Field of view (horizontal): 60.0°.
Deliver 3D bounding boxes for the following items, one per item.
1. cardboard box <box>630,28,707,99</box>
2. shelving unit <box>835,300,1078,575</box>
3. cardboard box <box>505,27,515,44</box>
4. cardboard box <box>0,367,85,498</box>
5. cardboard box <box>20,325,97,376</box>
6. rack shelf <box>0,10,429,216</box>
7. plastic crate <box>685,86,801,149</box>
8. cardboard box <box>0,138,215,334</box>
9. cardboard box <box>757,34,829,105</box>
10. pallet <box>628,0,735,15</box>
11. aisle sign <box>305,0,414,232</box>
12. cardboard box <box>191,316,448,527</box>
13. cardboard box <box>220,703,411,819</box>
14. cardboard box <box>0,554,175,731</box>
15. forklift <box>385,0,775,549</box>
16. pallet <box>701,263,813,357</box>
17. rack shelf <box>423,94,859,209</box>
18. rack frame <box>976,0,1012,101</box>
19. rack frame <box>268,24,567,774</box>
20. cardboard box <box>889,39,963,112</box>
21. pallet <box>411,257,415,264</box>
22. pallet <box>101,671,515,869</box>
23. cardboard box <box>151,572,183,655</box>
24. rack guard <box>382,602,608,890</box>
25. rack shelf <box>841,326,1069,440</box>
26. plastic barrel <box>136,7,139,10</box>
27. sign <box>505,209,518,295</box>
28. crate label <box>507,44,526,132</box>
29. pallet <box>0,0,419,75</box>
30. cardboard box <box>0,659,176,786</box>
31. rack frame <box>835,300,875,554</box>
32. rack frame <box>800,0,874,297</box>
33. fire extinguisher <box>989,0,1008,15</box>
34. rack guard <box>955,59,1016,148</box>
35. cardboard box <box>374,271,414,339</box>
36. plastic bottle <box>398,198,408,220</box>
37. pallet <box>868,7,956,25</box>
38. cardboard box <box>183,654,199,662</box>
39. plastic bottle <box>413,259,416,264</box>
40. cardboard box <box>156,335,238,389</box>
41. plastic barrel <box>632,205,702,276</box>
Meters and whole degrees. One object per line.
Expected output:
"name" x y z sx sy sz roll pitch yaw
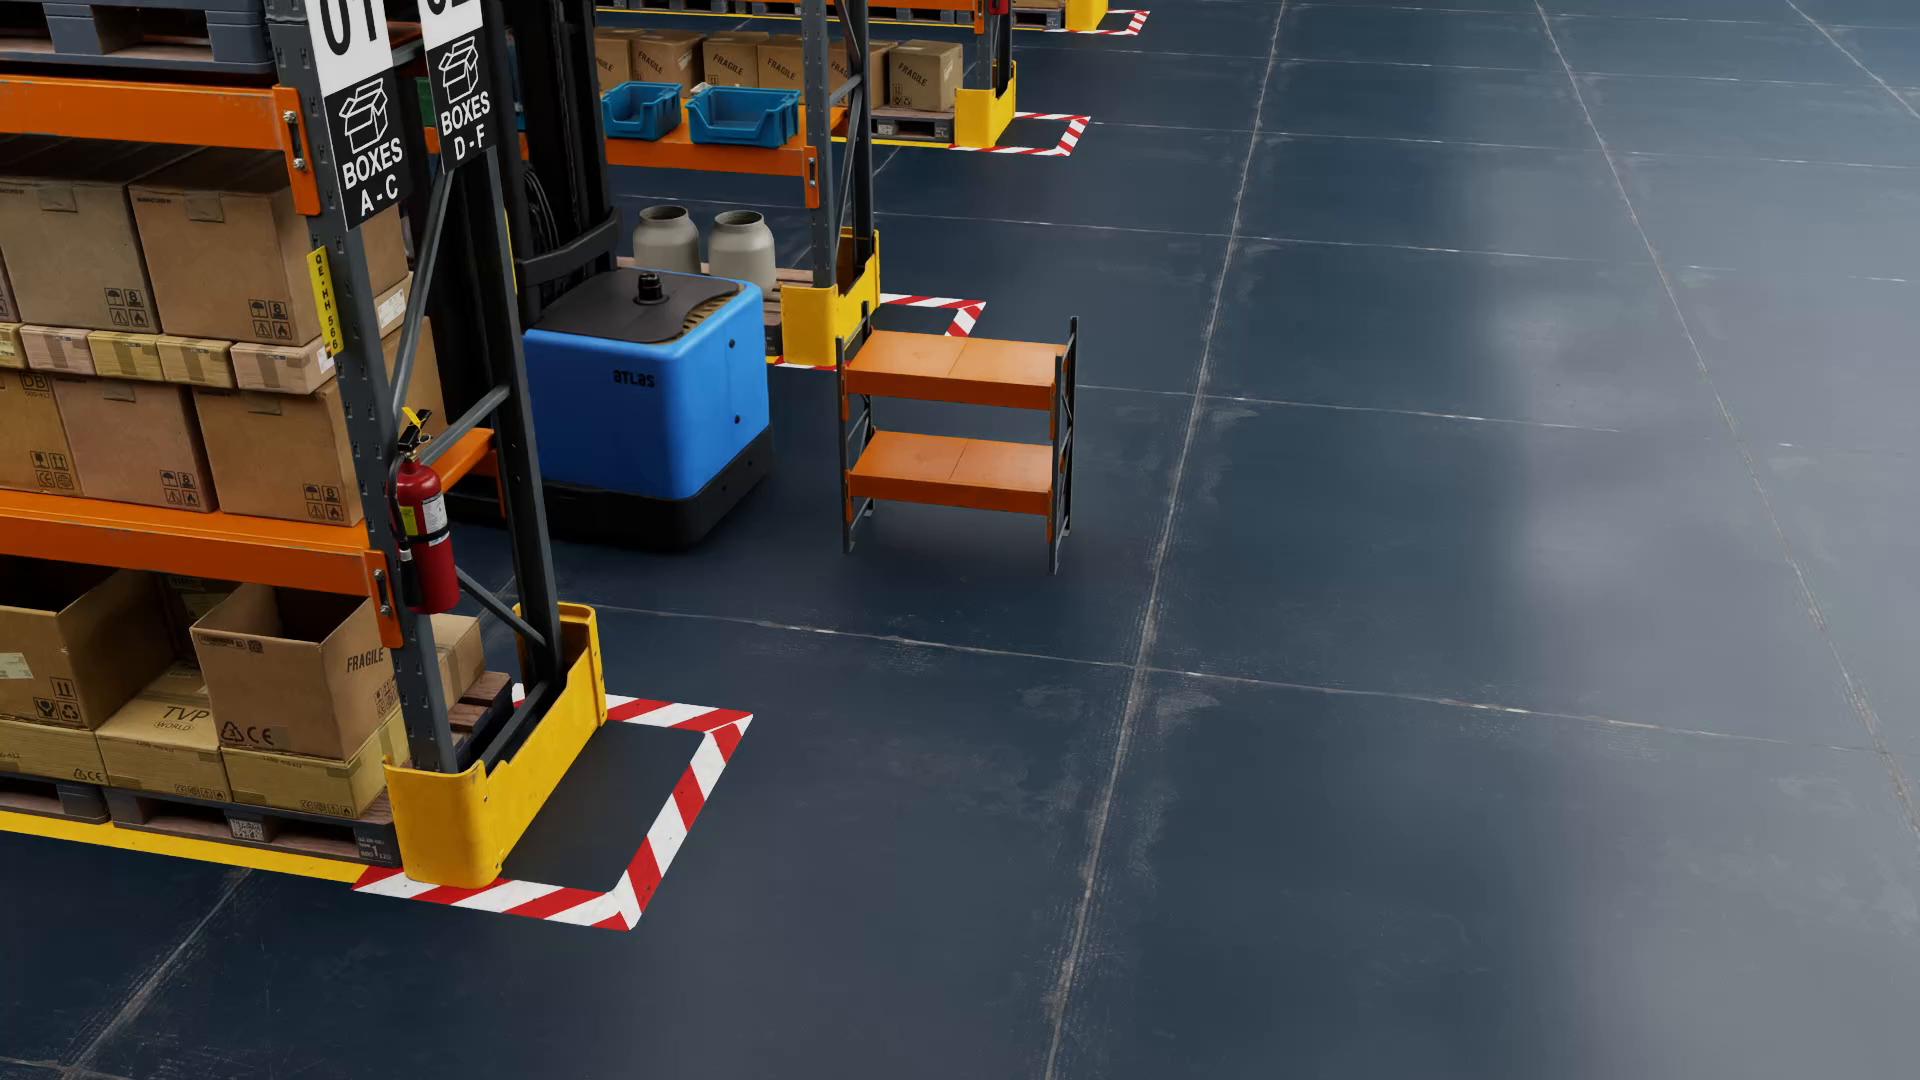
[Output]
"cardboard box" -2.661 -4.379 15.290 0.500 0.500 0.500 16 32 26
"shelving unit" -0.007 -0.494 7.981 1.048 1.125 0.538 6 29 11
"cardboard box" -4.202 -4.572 15.622 0.500 0.500 0.700 4 29 7
"cardboard box" -3.219 -0.550 6.028 0.500 0.500 0.700 6 29 11
"cardboard box" -2.932 -0.705 5.635 0.250 0.149 0.380 6 29 11
"rack shelf" -3.722 -1.552 5.586 4.000 0.370 1.077 6 29 11
"plastic crate" -1.280 -2.521 9.886 0.616 0.251 0.499 6 29 11
"cardboard box" -2.788 -1.072 5.629 0.500 0.500 0.700 5 29 9
"cardboard box" -1.501 -4.276 15.103 0.500 0.500 0.500 9 30 15
"pallet" -3.242 -6.542 19.979 1.213 0.211 1.003 6 29 11
"aisle sign" -1.764 -1.347 4.879 0.004 0.787 0.394 6 29 11
"cardboard box" -2.220 -0.447 5.840 0.500 0.500 0.700 6 29 11
"cardboard box" -2.353 0.756 6.171 0.500 0.250 0.500 6 29 11
"cardboard box" -3.334 0.335 6.160 0.500 0.500 0.500 6 29 11
"forklift" -2.557 -1.658 8.226 3.031 2.935 1.130 9 30 17
"pallet" -1.606 -1.523 10.812 1.213 0.211 1.003 6 29 11
"rack shelf" -2.684 -2.562 10.555 4.000 0.370 1.077 6 29 11
"rack frame" 0.306 -5.003 14.264 0.127 3.000 1.000 6 29 11
"rack frame" -1.767 -0.351 5.767 0.127 3.000 1.000 6 29 11
"cardboard box" -0.301 -4.161 14.892 0.500 0.500 0.500 11 31 20
"pallet" -3.992 -1.768 11.259 1.213 0.211 1.003 6 29 11
"pallet" -2.523 0.815 6.541 1.213 0.211 1.003 6 29 11
"cardboard box" -3.226 0.091 6.606 0.500 0.500 0.500 6 29 11
"rack guard" -1.743 0.748 6.363 0.348 0.500 1.175 6 29 11
"rack shelf" -0.007 -0.751 7.841 1.000 0.278 0.538 6 29 11
"plastic barrel" -5.530 -3.336 11.079 0.433 0.535 0.433 0 29 0
"sign" -1.645 -1.025 6.015 0.005 0.325 0.100 6 29 11
"crate label" -2.585 -2.750 10.112 0.616 0.435 0.502 6 29 11
"pallet" -2.453 -1.711 5.220 1.213 0.211 1.003 6 29 11
"cardboard box" -3.334 0.662 6.343 0.500 0.250 0.500 6 29 11
"rack frame" -0.504 -0.545 8.074 0.032 1.125 0.500 6 29 11
"rack frame" -0.729 -2.677 10.015 0.127 3.000 1.000 6 29 11
"fire extinguisher" 0.322 -4.741 13.866 0.183 0.674 0.296 6 29 11
"rack guard" 0.231 -3.914 14.878 0.348 0.500 1.175 6 29 11
"cardboard box" -2.105 -0.820 5.844 0.250 0.149 0.380 6 29 10
"plastic bottle" -3.763 -2.160 11.373 0.185 0.351 0.144 4 29 8
"pallet" -0.547 -6.266 19.475 1.213 0.211 1.003 6 29 11
"cardboard box" -2.734 0.464 6.704 0.500 0.250 0.500 6 29 11
"plastic bottle" -3.481 -1.709 10.704 0.097 0.201 0.097 0 29 0
"cardboard box" -2.436 -0.654 5.541 0.250 0.149 0.380 7 29 12
"plastic barrel" -1.878 -1.850 10.659 0.421 0.512 0.421 0 29 0
